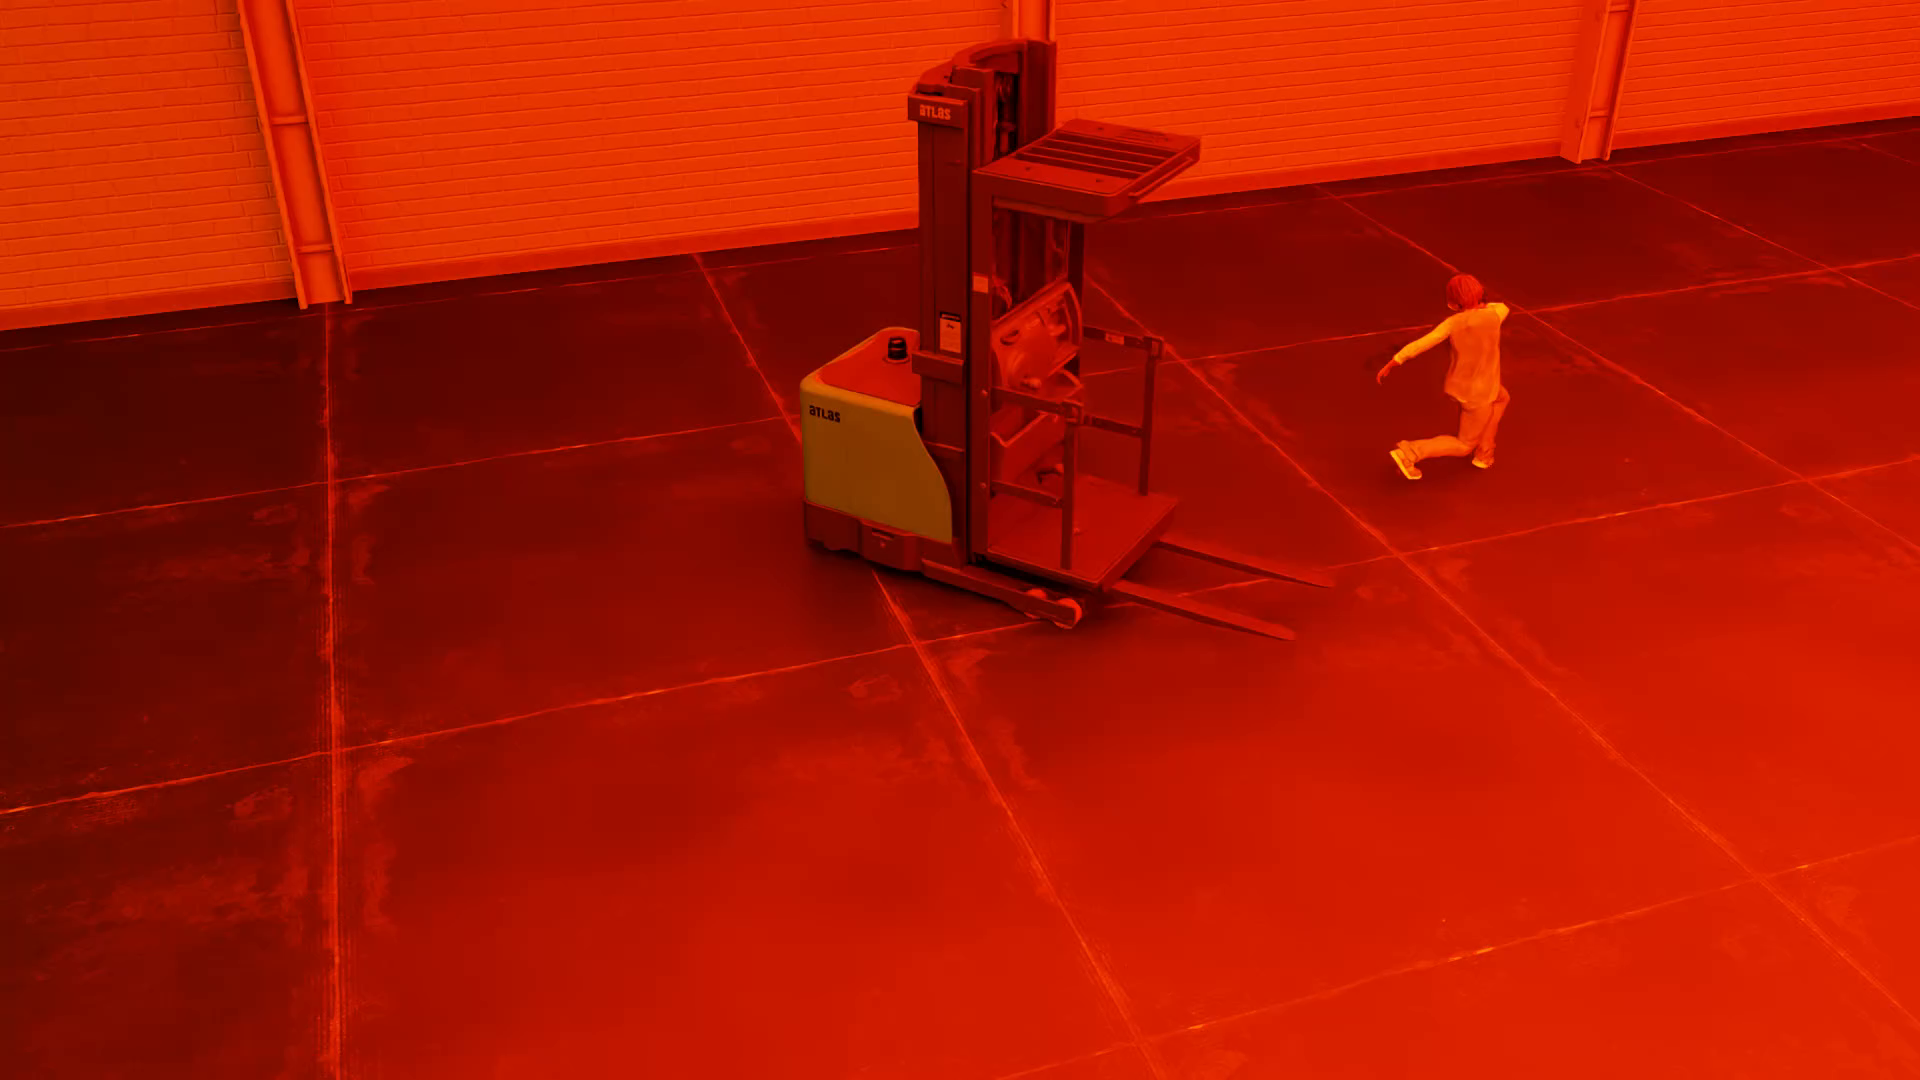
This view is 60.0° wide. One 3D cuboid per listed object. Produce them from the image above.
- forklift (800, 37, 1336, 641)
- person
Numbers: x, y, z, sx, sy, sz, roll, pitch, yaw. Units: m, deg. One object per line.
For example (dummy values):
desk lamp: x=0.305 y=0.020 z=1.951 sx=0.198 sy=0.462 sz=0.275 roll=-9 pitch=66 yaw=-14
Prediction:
forklift: x=0.601 y=-1.083 z=8.969 sx=3.031 sy=2.935 sz=1.130 roll=16 pitch=34 yaw=26
person: x=3.090 y=-1.036 z=10.528 sx=0.871 sy=1.376 sz=0.650 roll=-21 pitch=36 yaw=-32
